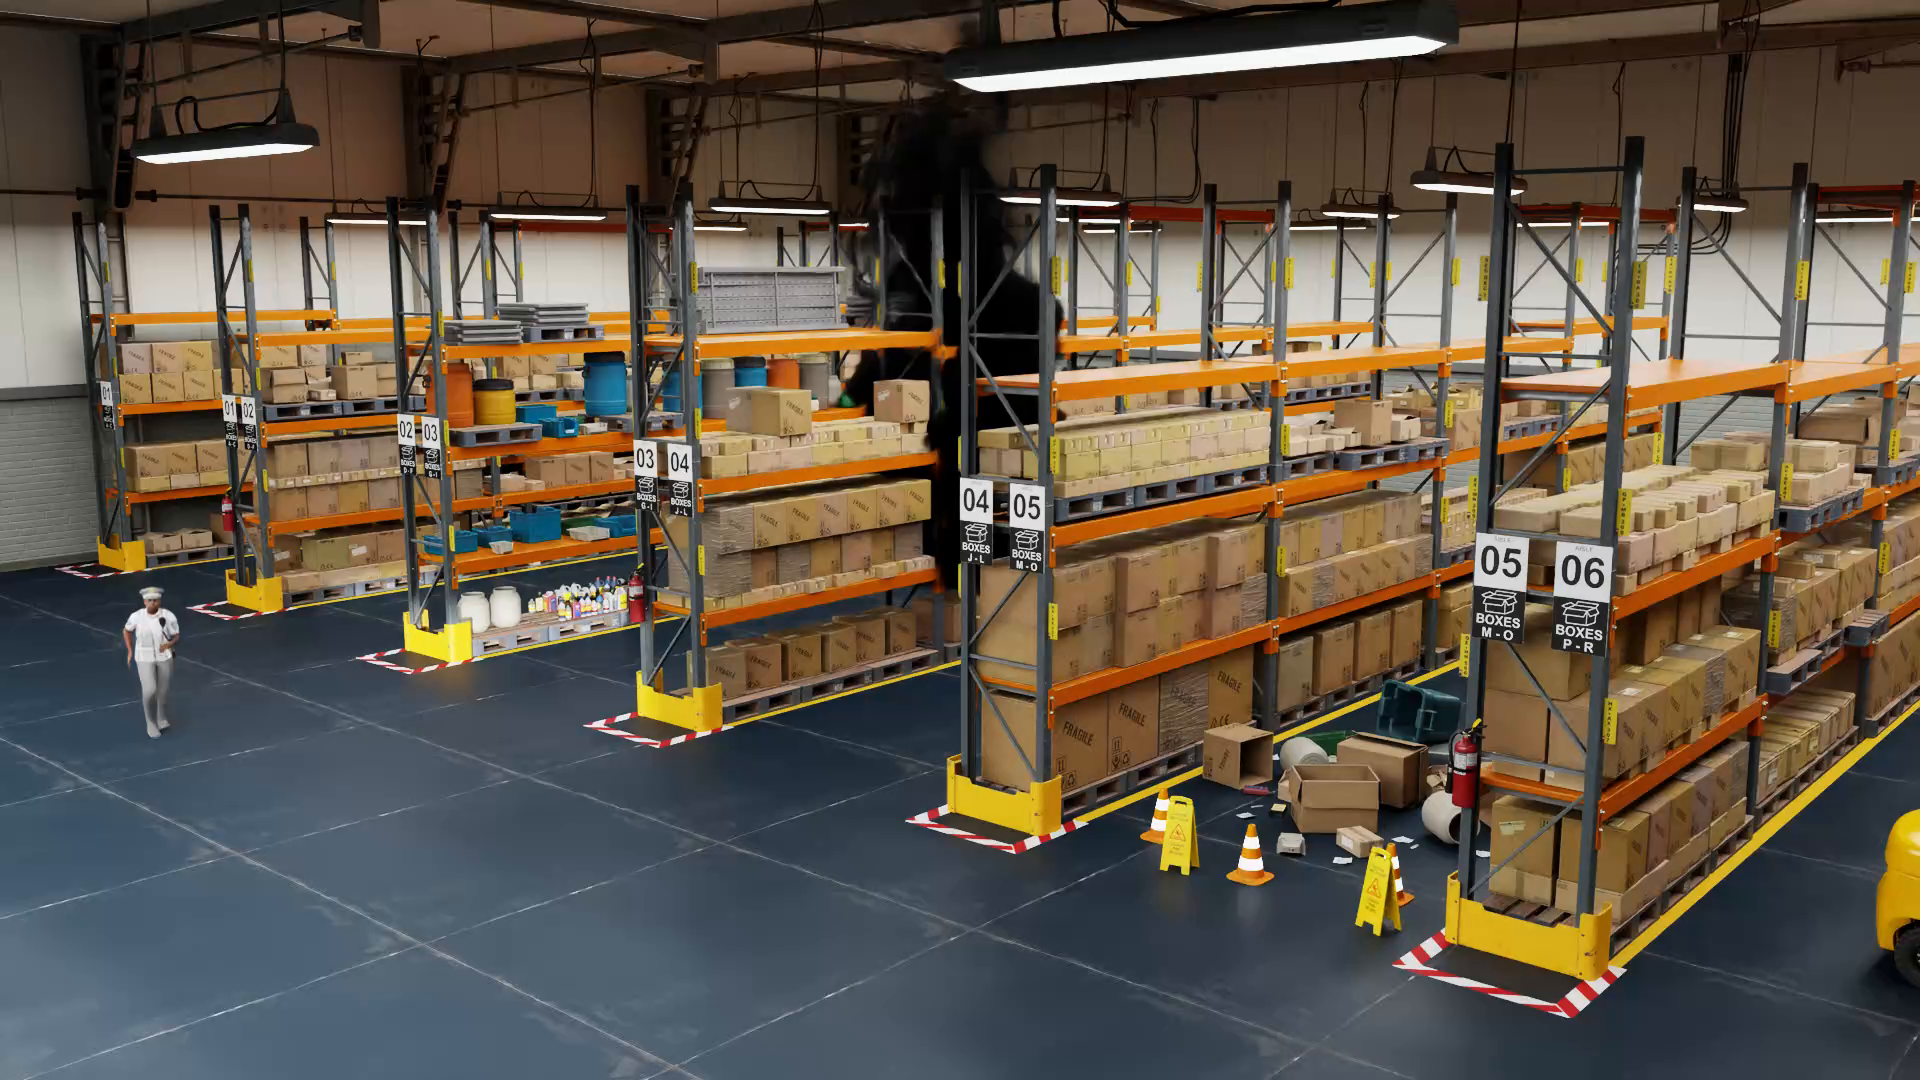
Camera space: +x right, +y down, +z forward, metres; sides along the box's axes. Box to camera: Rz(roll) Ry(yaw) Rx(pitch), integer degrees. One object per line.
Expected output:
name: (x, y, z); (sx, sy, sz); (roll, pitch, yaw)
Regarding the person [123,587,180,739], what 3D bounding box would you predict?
person: (-8.816, 1.337, 18.205); (0.538, 1.697, 0.761); (-6, 11, -30)
